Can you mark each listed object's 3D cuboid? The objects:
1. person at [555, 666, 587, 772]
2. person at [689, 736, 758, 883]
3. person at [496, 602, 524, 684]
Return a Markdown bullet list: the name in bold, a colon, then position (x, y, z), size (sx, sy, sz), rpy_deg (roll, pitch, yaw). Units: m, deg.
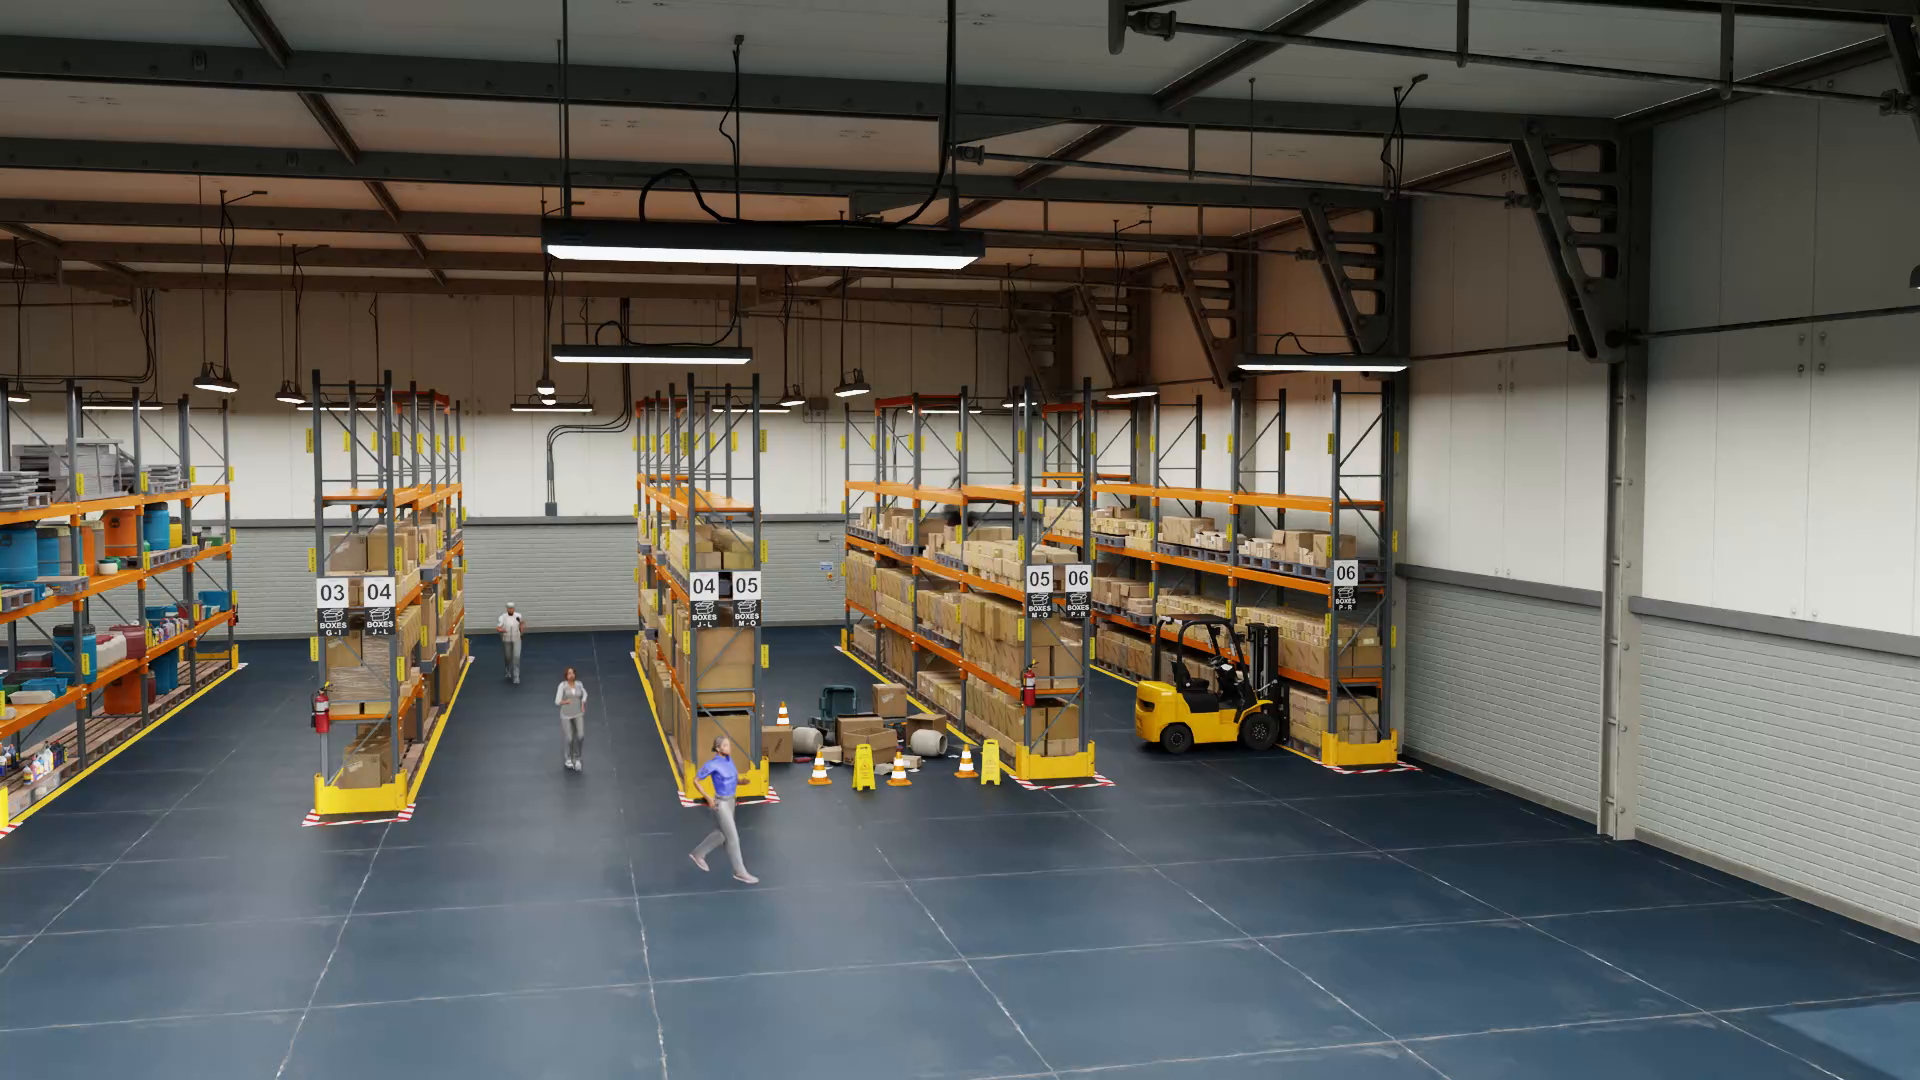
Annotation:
- **person**: position (-5.925, 2.736, 25.436), size (0.517, 1.608, 0.639), rpy_deg (-1, 4, -23)
- **person**: position (-2.720, 3.054, 19.016), size (0.941, 1.644, 0.574), rpy_deg (1, 4, 20)
- **person**: position (-9.485, 2.140, 35.108), size (0.568, 1.681, 0.915), rpy_deg (-1, 3, -14)
